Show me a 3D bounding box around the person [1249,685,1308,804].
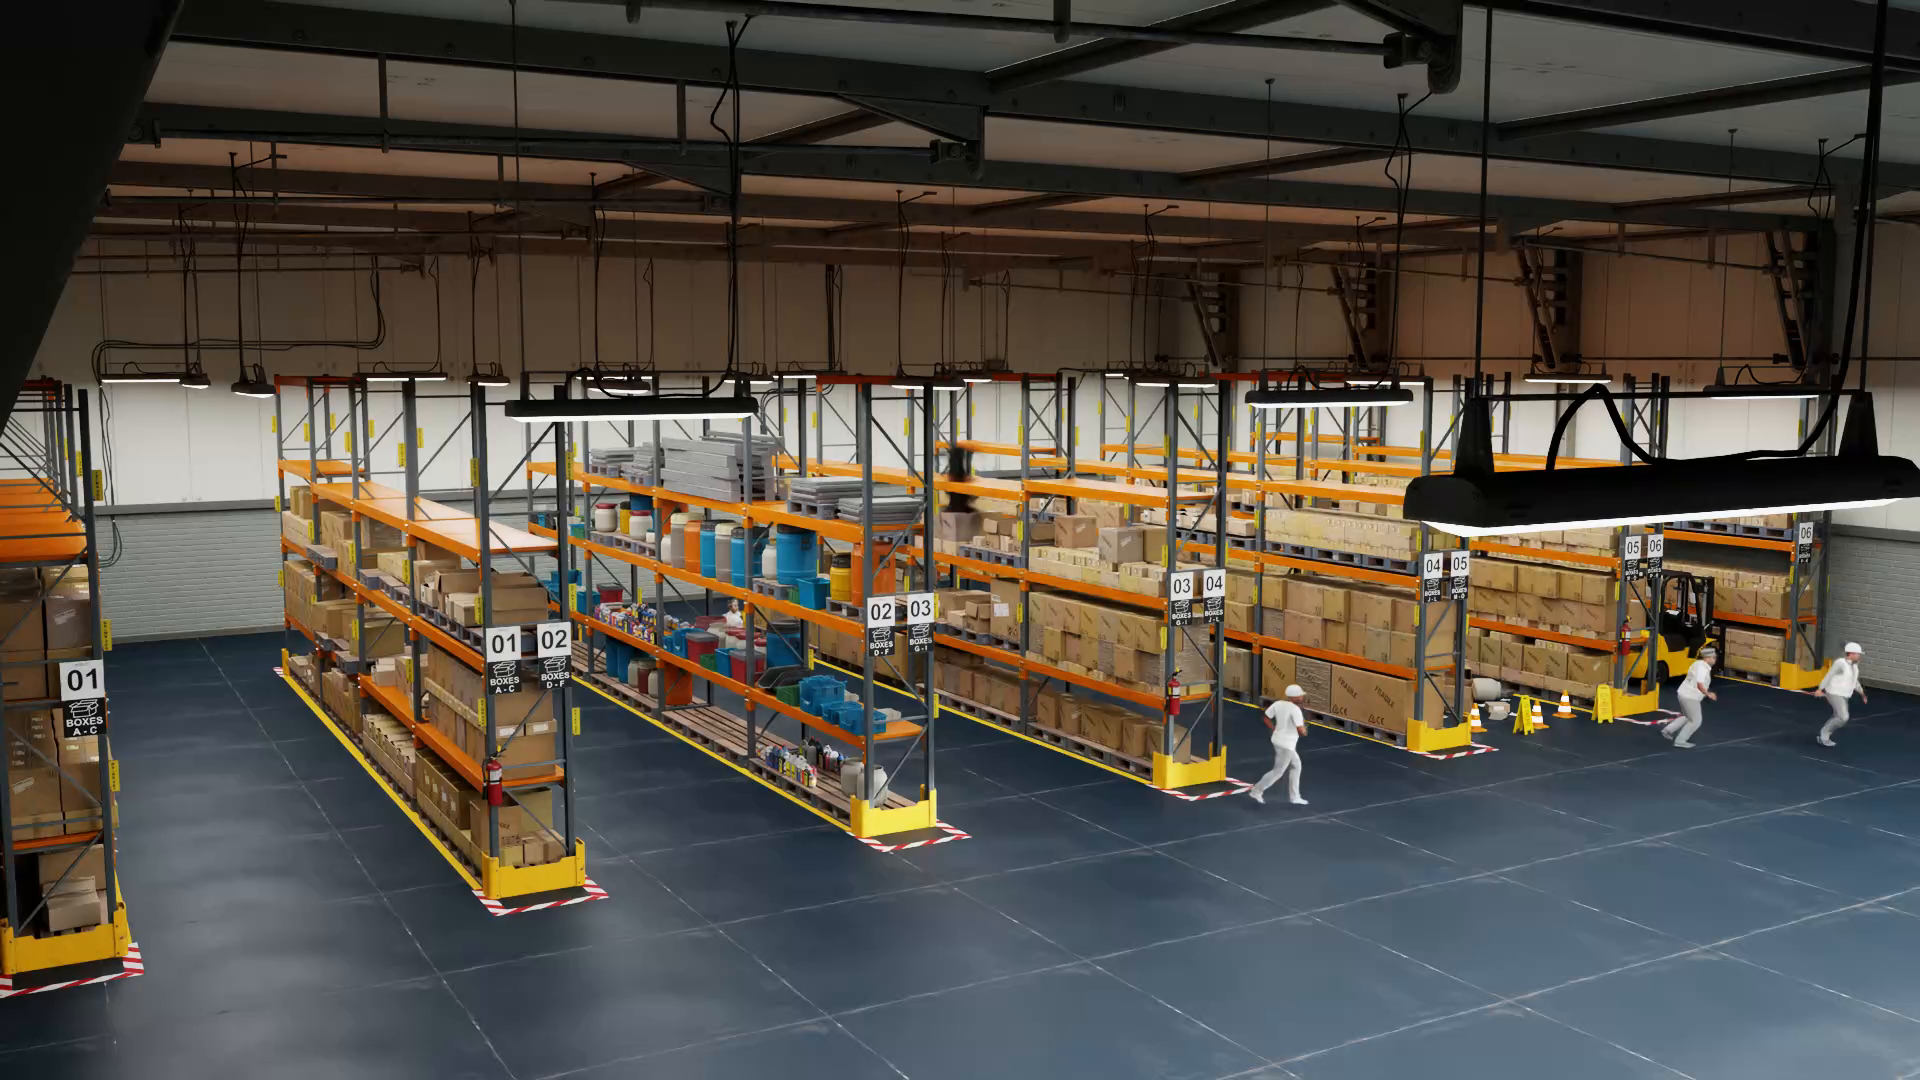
[{"bbox_3d":[4.520,2.899,23.398,0.858,1.724,0.655,-1,6,-7],"label":"person"}]

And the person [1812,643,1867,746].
[{"bbox_3d":[14.347,2.515,27.078,0.659,1.726,0.651,-5,8,-36],"label":"person"}]

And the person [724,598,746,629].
[{"bbox_3d":[-4.381,1.980,32.121,0.570,1.747,0.831,-5,8,-39],"label":"person"}]

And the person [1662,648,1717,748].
[{"bbox_3d":[11.893,2.554,27.029,0.751,1.653,0.636,1,6,13],"label":"person"}]
